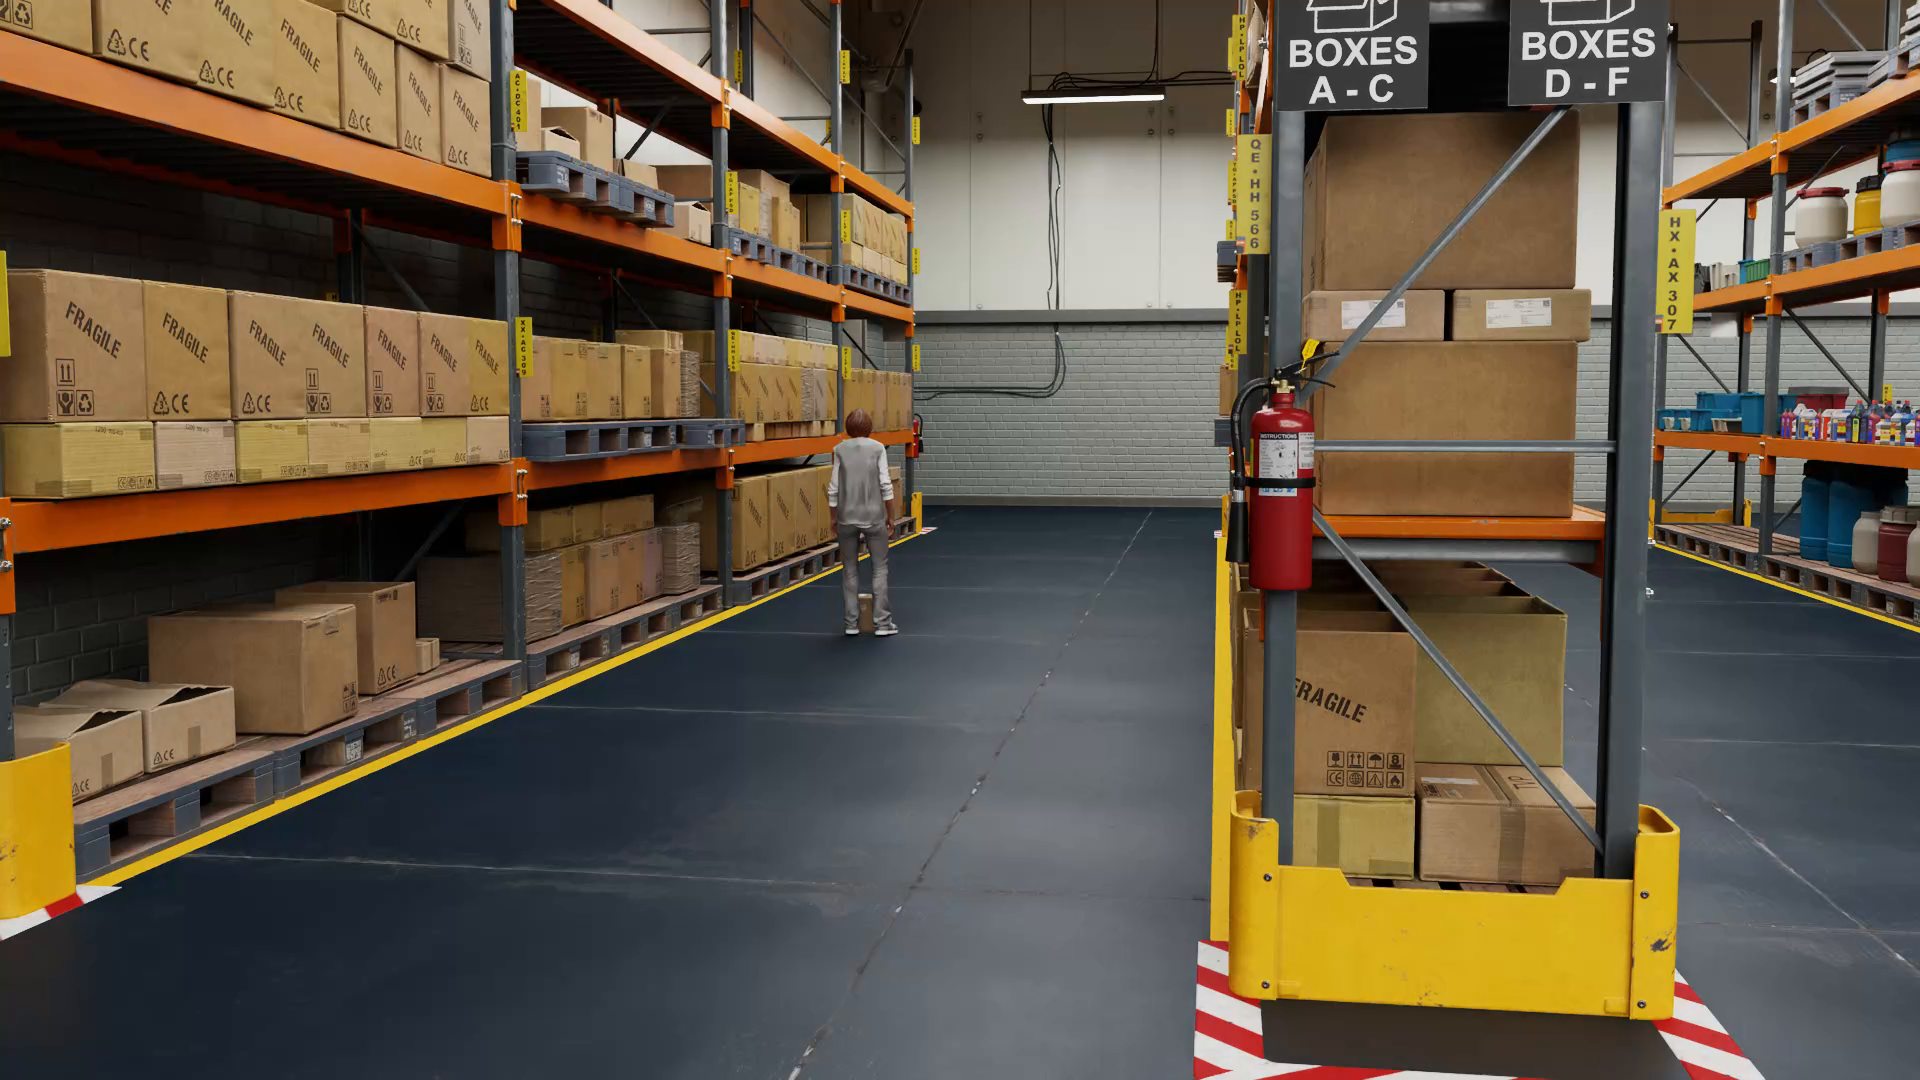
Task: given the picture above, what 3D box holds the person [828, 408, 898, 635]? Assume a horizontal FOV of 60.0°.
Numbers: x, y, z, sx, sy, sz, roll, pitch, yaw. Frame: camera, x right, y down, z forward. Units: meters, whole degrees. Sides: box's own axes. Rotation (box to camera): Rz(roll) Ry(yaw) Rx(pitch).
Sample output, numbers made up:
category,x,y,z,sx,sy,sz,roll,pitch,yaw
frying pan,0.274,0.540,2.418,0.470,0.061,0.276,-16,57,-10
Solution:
category,x,y,z,sx,sy,sz,roll,pitch,yaw
person,-0.684,-0.125,11.665,0.477,1.591,0.377,0,5,5
